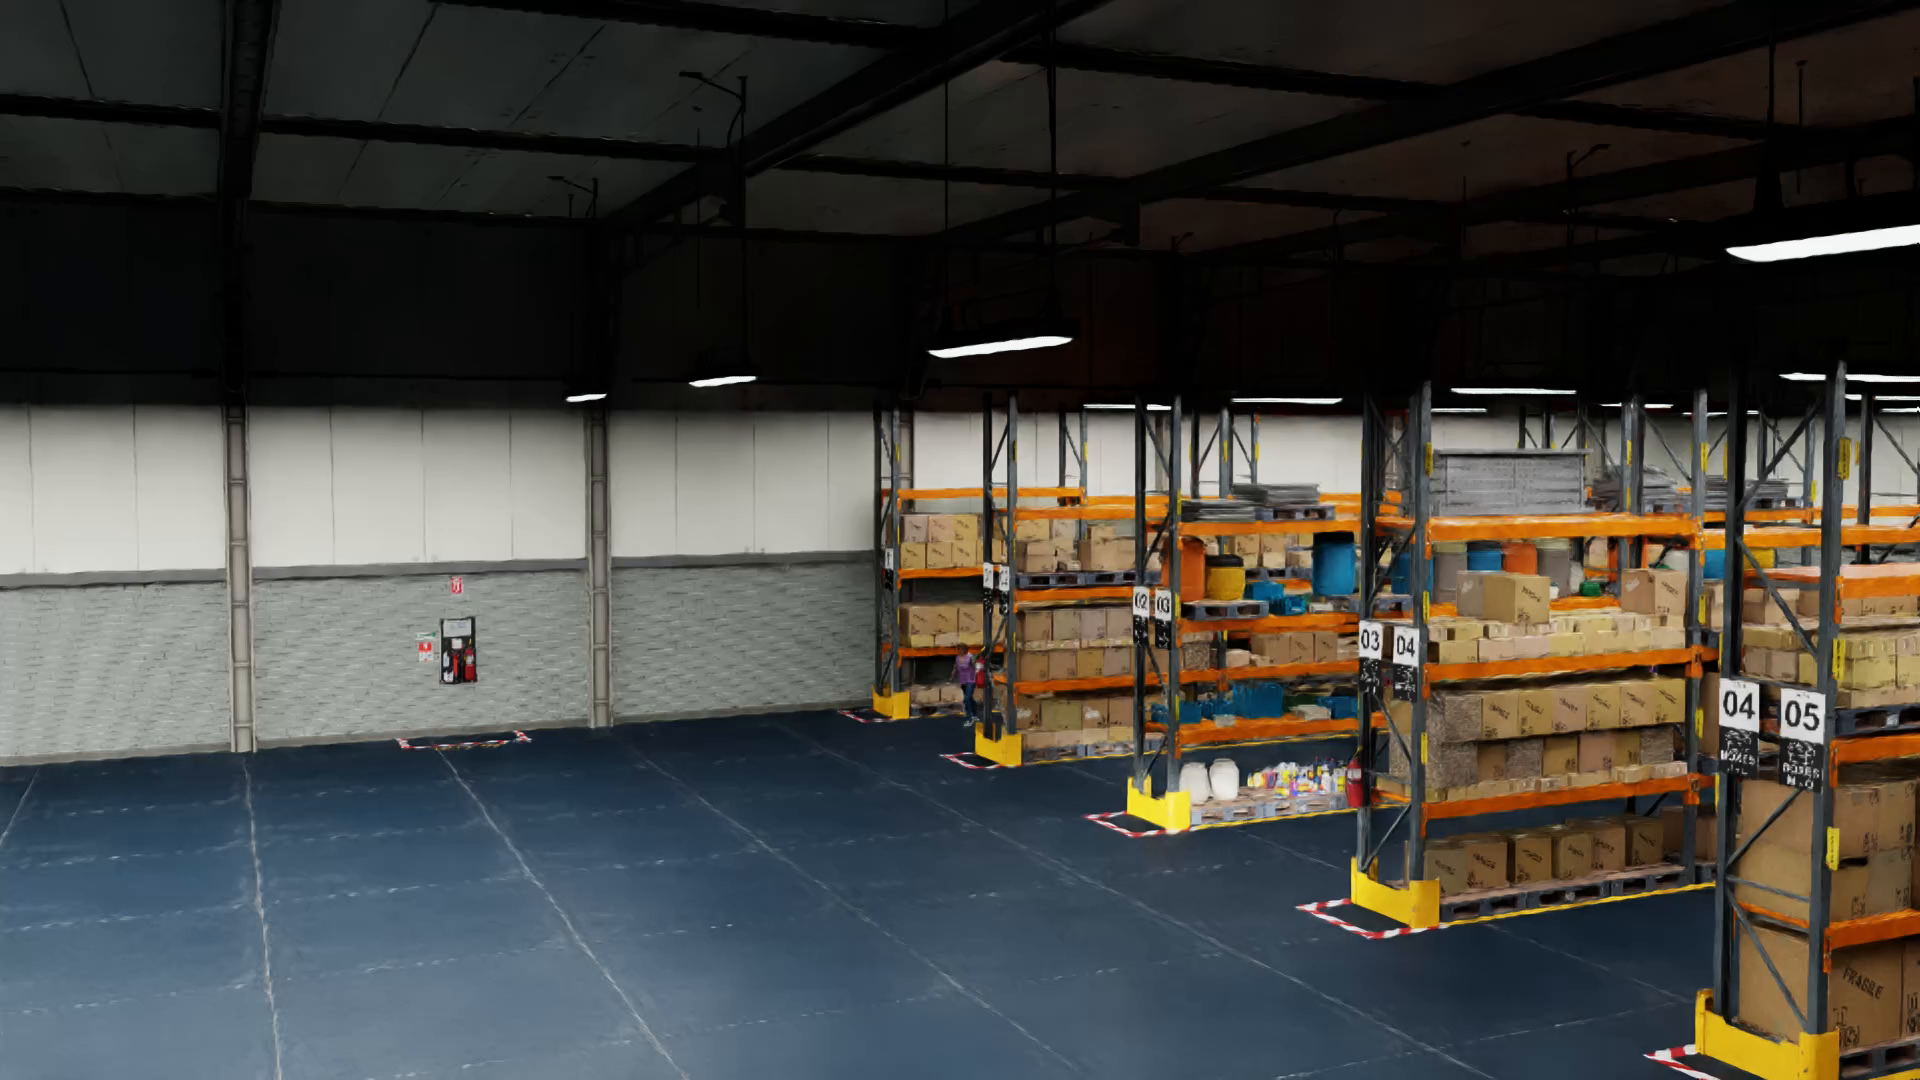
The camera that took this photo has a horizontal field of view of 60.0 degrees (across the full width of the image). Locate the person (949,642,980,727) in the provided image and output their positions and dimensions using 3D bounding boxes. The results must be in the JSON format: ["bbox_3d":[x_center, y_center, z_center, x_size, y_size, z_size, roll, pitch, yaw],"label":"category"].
[{"bbox_3d":[0.162,2.617,30.448,0.768,1.530,0.572,-3,5,-44],"label":"person"}]
